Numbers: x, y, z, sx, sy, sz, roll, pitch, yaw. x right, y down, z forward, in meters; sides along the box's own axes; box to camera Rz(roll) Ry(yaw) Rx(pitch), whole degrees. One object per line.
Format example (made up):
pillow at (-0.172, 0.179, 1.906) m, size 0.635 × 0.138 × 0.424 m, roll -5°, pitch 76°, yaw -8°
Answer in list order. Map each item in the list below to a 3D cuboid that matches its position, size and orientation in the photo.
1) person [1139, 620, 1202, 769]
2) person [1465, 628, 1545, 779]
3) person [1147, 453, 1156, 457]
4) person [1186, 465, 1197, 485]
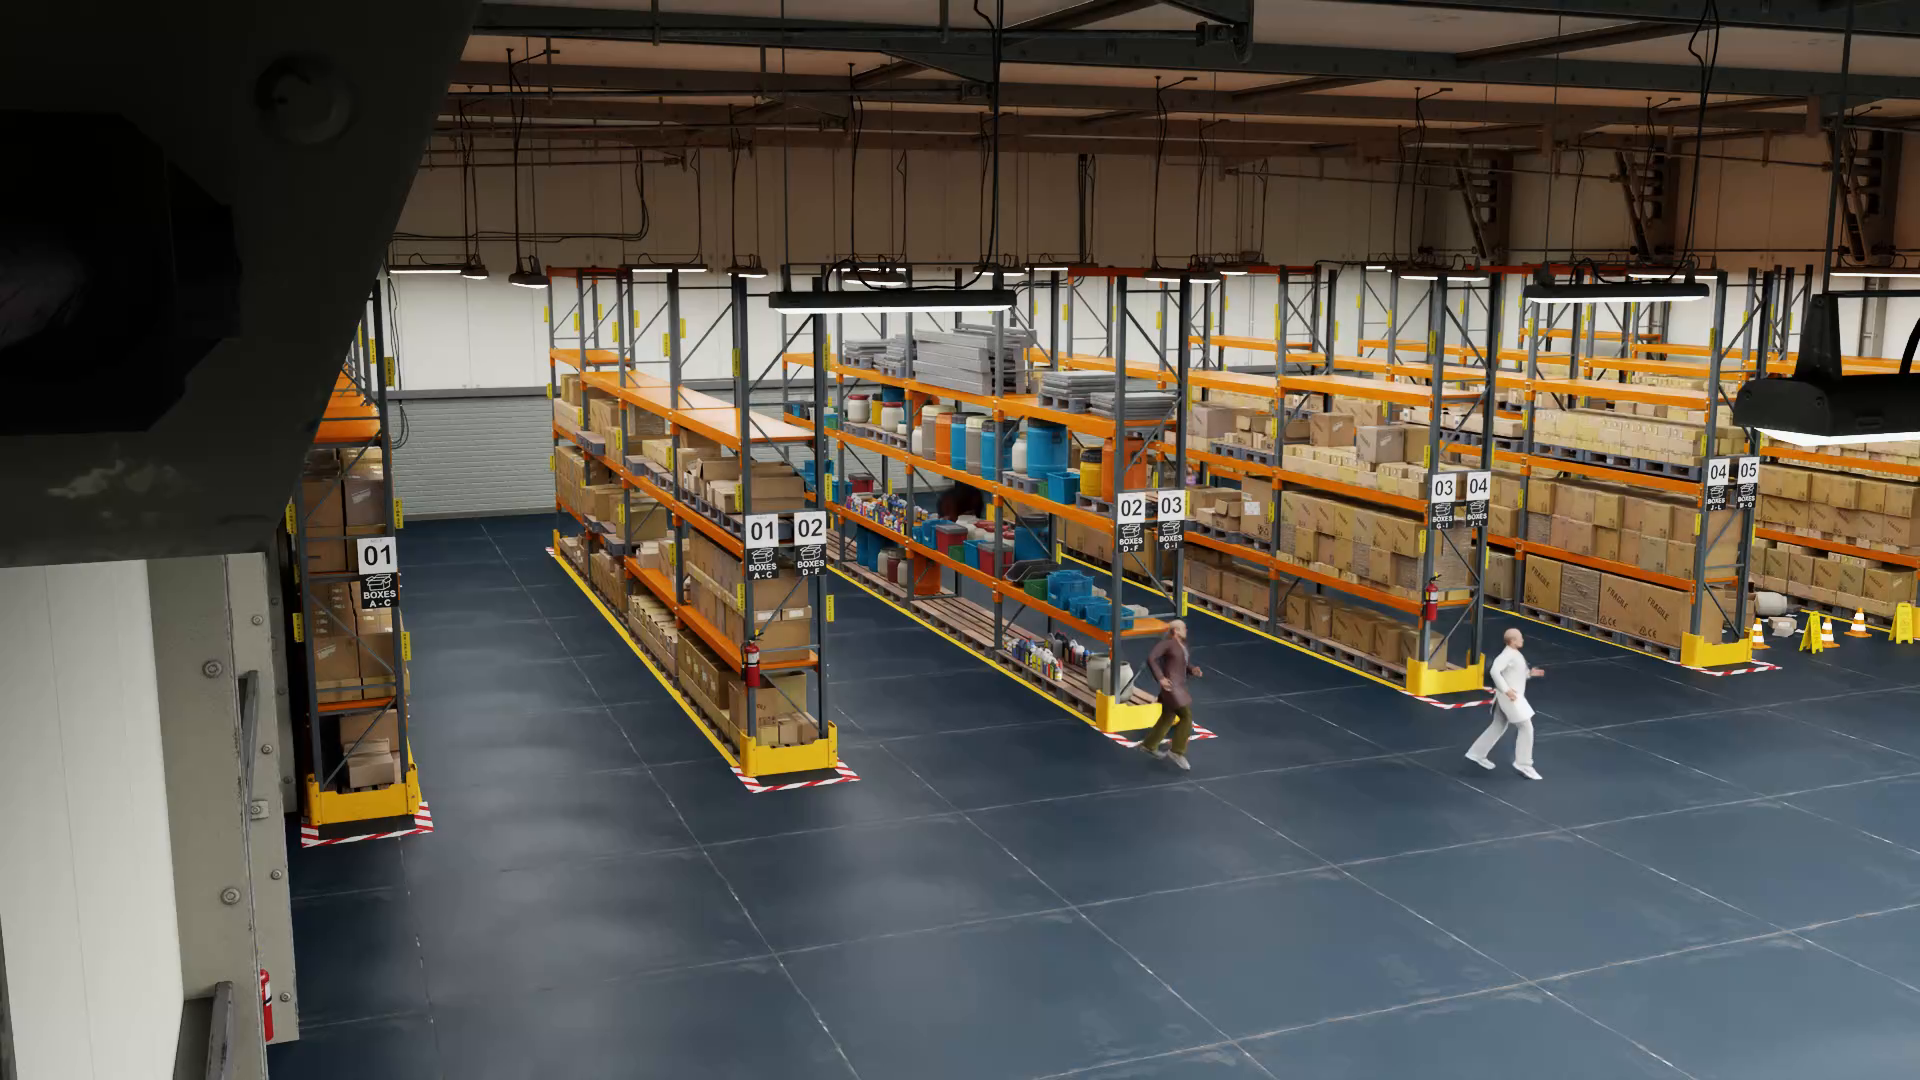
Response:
person at (2.657, 1.901, 20.788) m, size 0.760 × 1.816 × 0.687 m, roll 4°, pitch 11°, yaw 20°
person at (6.634, 1.977, 20.191) m, size 0.890 × 1.845 × 0.688 m, roll 1°, pitch 10°, yaw 8°
person at (4.438, -1.236, 39.095) m, size 0.710 × 1.633 × 0.479 m, roll -1°, pitch 10°, yaw -6°
person at (5.110, -0.917, 37.449) m, size 0.532 × 1.586 × 0.617 m, roll -3°, pitch 10°, yaw -14°
